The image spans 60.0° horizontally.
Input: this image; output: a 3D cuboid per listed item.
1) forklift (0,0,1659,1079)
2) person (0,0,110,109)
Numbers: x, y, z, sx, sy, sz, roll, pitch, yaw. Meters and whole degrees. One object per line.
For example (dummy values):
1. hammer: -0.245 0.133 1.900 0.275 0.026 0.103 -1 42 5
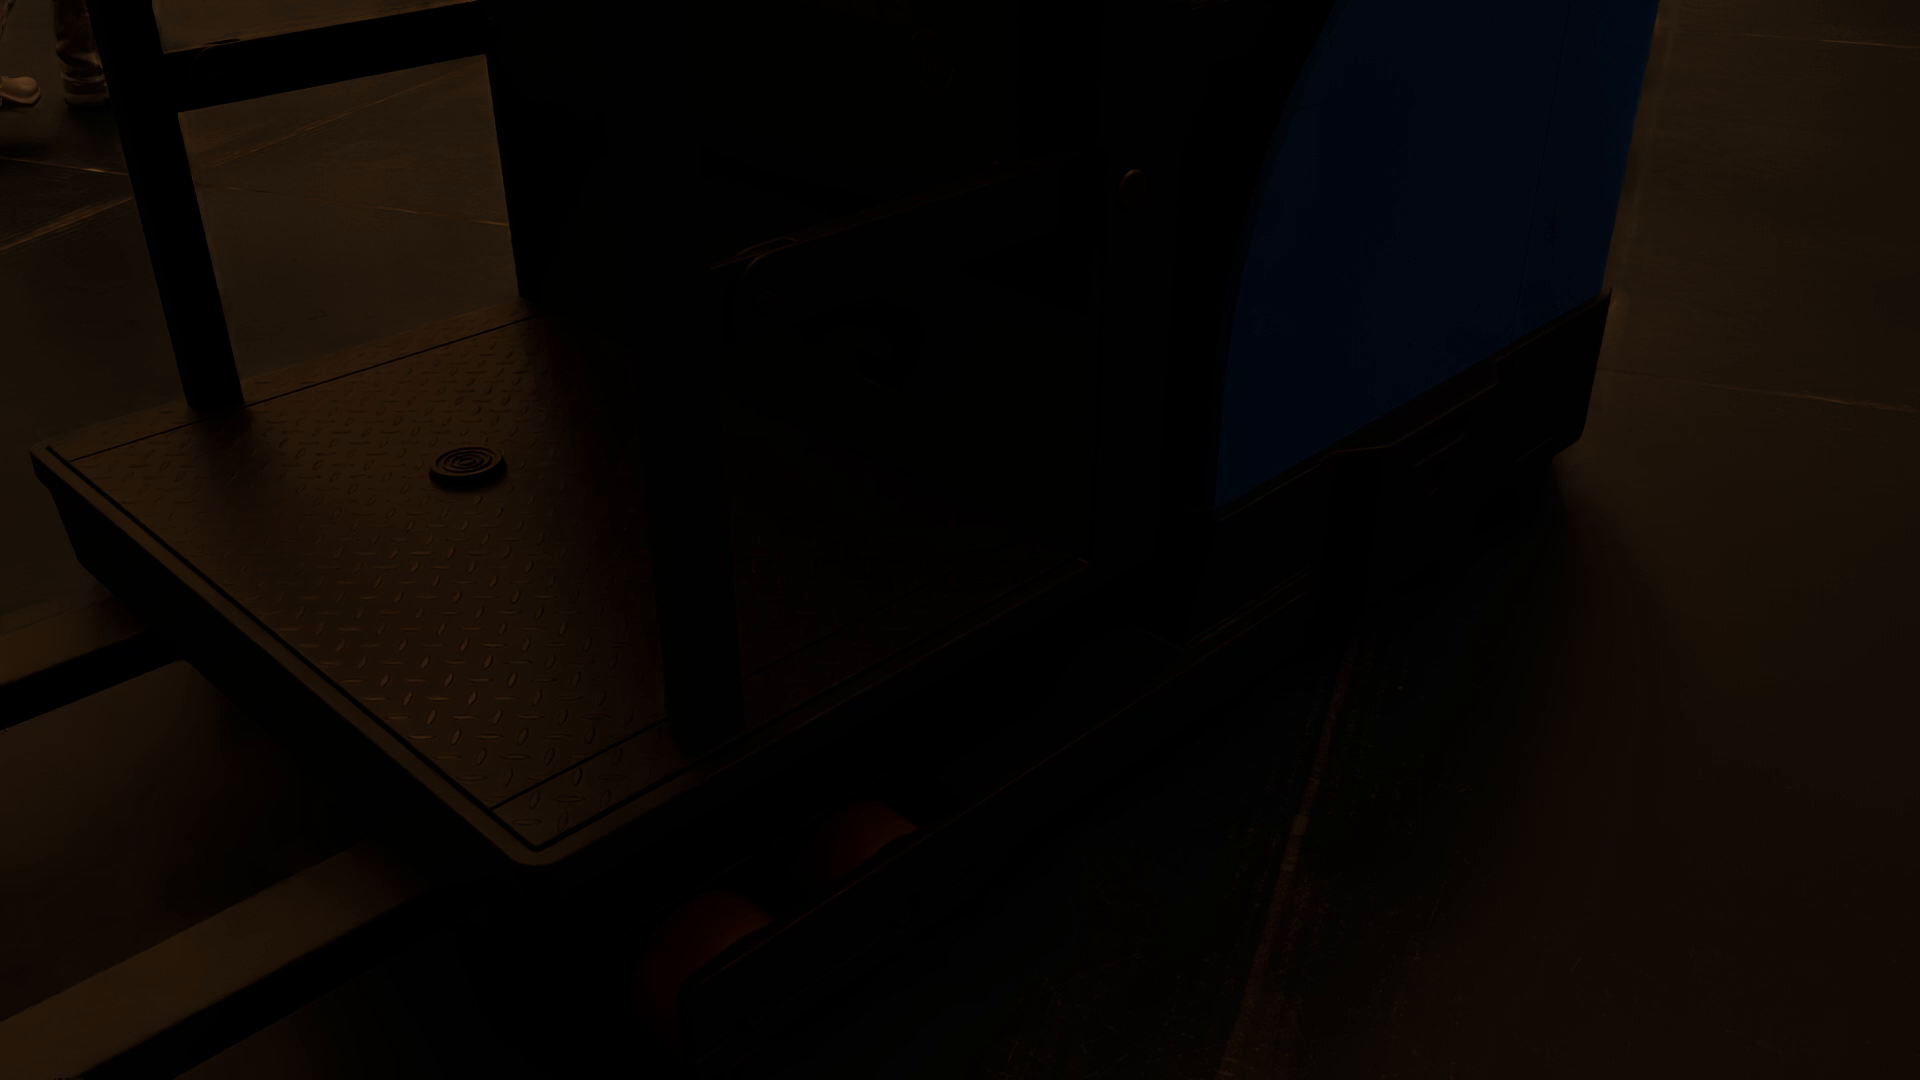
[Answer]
1. forklift: -0.389 -1.055 1.388 1.130 2.935 3.031 26 38 38
2. person: -2.306 -1.868 4.142 0.904 1.639 0.865 17 34 27
